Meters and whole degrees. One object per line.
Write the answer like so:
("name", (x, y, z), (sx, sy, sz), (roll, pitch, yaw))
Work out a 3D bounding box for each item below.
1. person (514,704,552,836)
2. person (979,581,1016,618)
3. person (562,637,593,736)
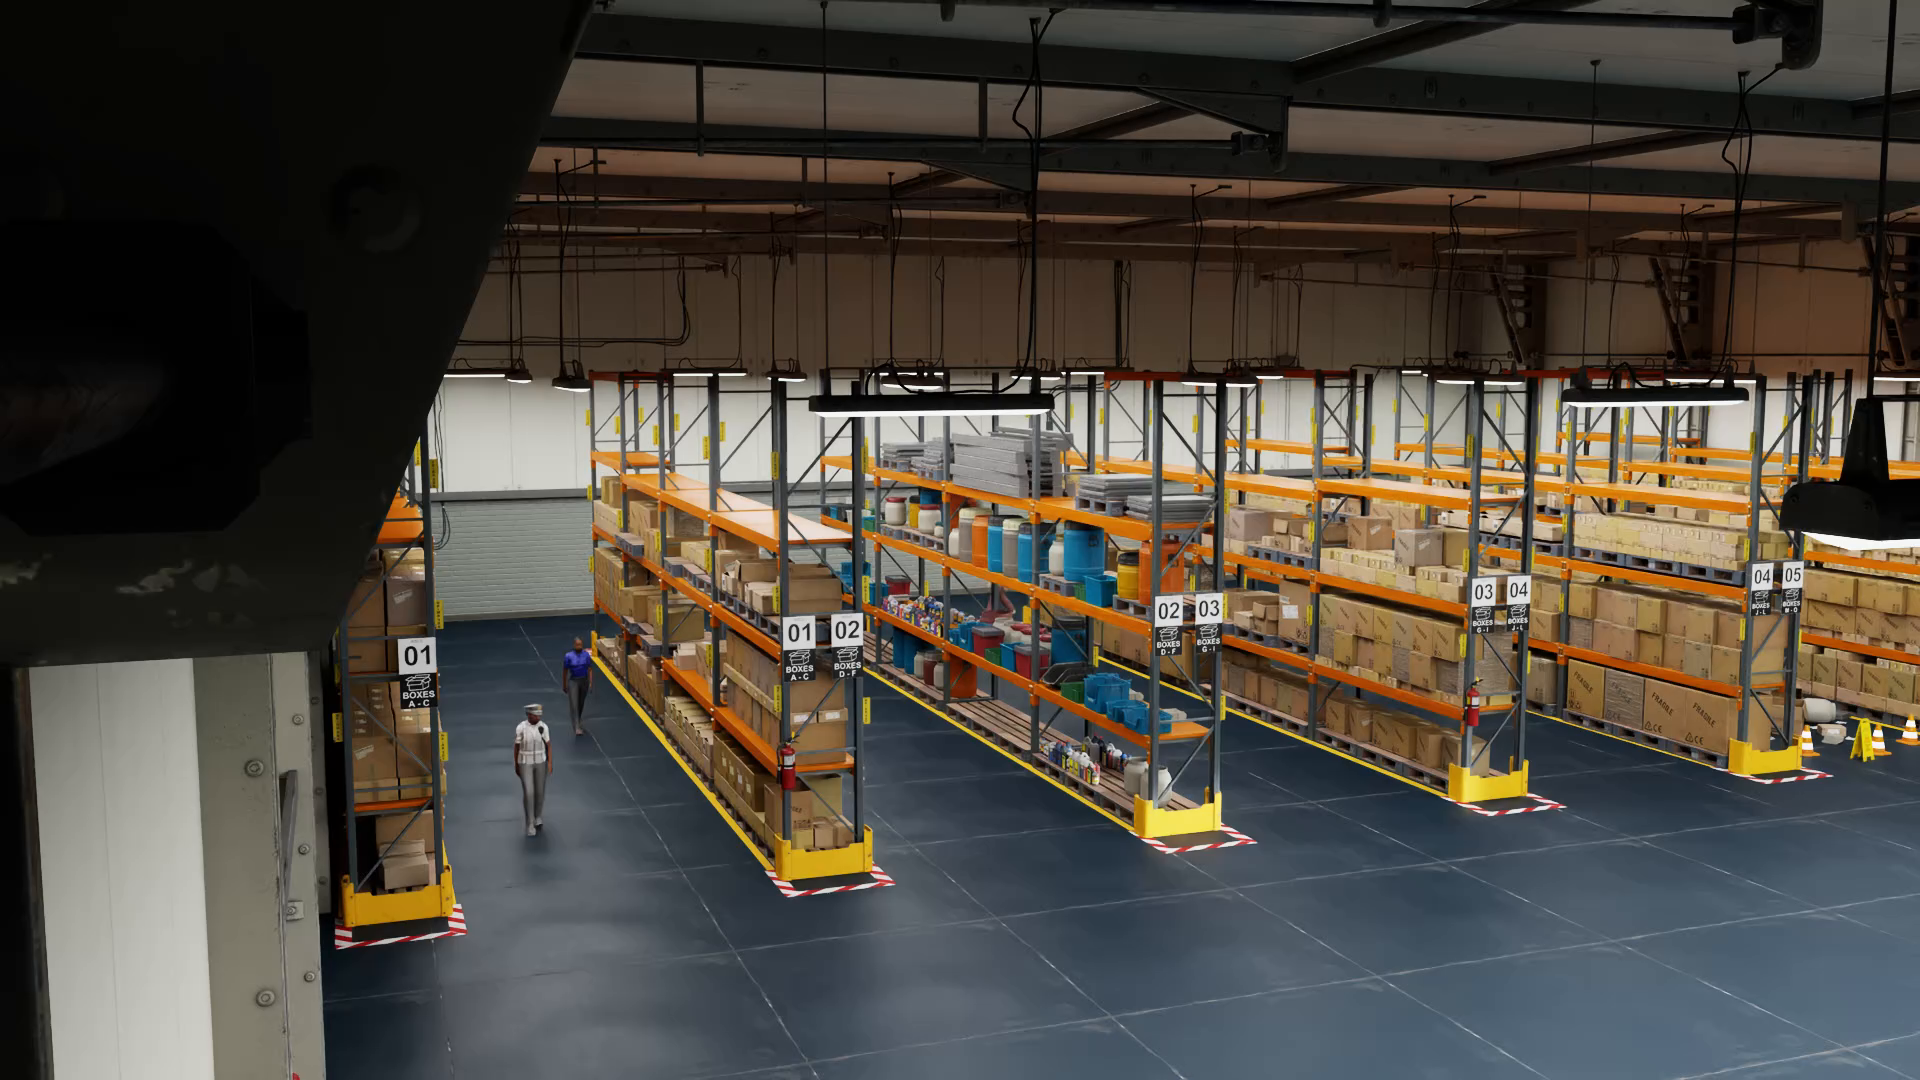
("person", (-5.668, 3.041, 22.213), (0.469, 1.673, 0.684), (-3, 7, -29))
("person", (0.892, 1.075, 39.850), (1.052, 1.618, 0.433), (-3, 7, -26))
("person", (-6.357, 2.413, 27.781), (0.470, 1.605, 0.977), (-4, 8, -34))
